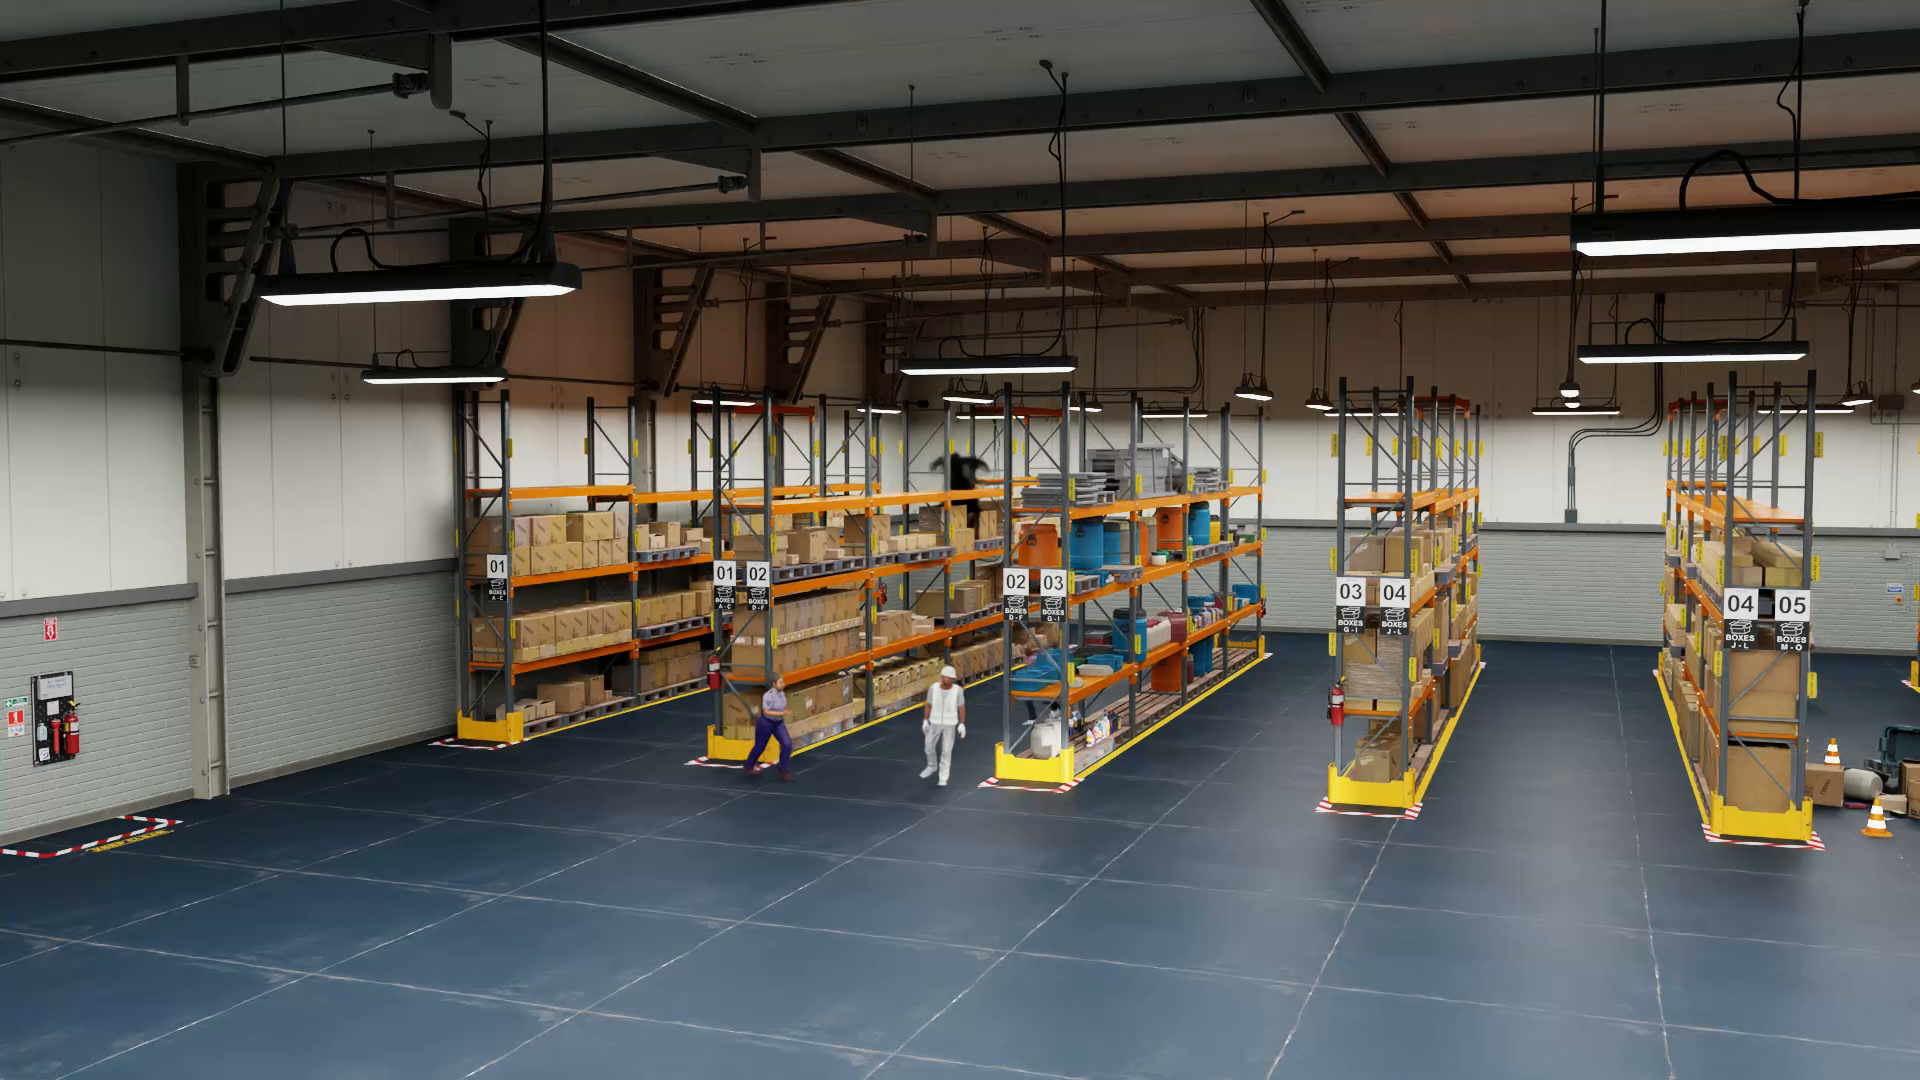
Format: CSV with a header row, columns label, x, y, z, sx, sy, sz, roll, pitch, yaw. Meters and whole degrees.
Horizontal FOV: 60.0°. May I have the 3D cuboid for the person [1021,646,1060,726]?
label,x,y,z,sx,sy,sz,roll,pitch,yaw
person,1.480,2.612,30.148,0.971,1.455,0.519,-3,4,-40

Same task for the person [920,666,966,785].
label,x,y,z,sx,sy,sz,roll,pitch,yaw
person,-0.260,2.741,24.724,0.704,1.776,0.510,0,3,5

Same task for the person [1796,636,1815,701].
label,x,y,z,sx,sy,sz,roll,pitch,yaw
person,16.690,2.391,32.958,0.559,1.618,0.735,0,3,6

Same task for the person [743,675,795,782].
label,x,y,z,sx,sy,sz,roll,pitch,yaw
person,-2.855,2.825,25.047,0.955,1.635,0.600,2,4,37
